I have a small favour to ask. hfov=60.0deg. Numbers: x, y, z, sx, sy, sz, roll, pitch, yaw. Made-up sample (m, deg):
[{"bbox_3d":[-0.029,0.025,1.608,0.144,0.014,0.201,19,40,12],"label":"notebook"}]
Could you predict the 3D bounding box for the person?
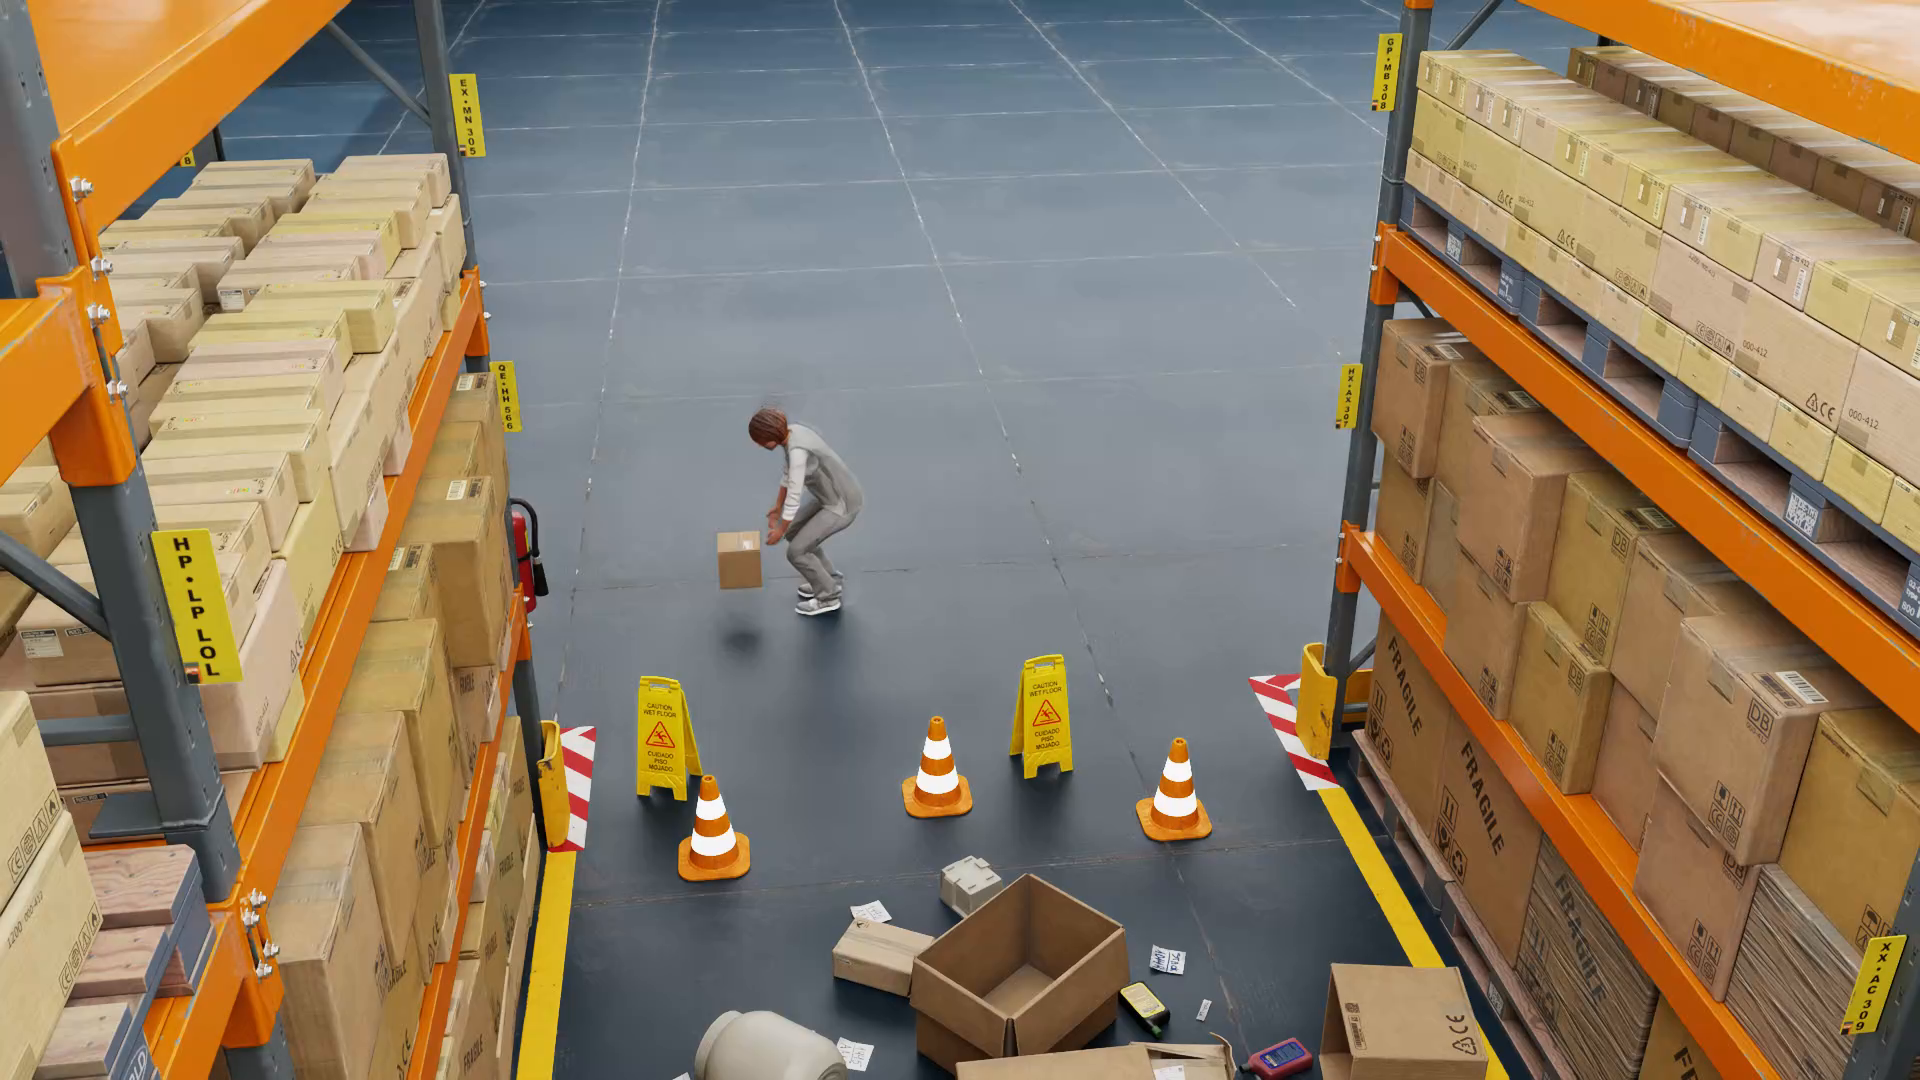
[{"bbox_3d":[-0.880,-0.172,9.769,0.656,1.284,0.463,-4,28,-7],"label":"person"}]
